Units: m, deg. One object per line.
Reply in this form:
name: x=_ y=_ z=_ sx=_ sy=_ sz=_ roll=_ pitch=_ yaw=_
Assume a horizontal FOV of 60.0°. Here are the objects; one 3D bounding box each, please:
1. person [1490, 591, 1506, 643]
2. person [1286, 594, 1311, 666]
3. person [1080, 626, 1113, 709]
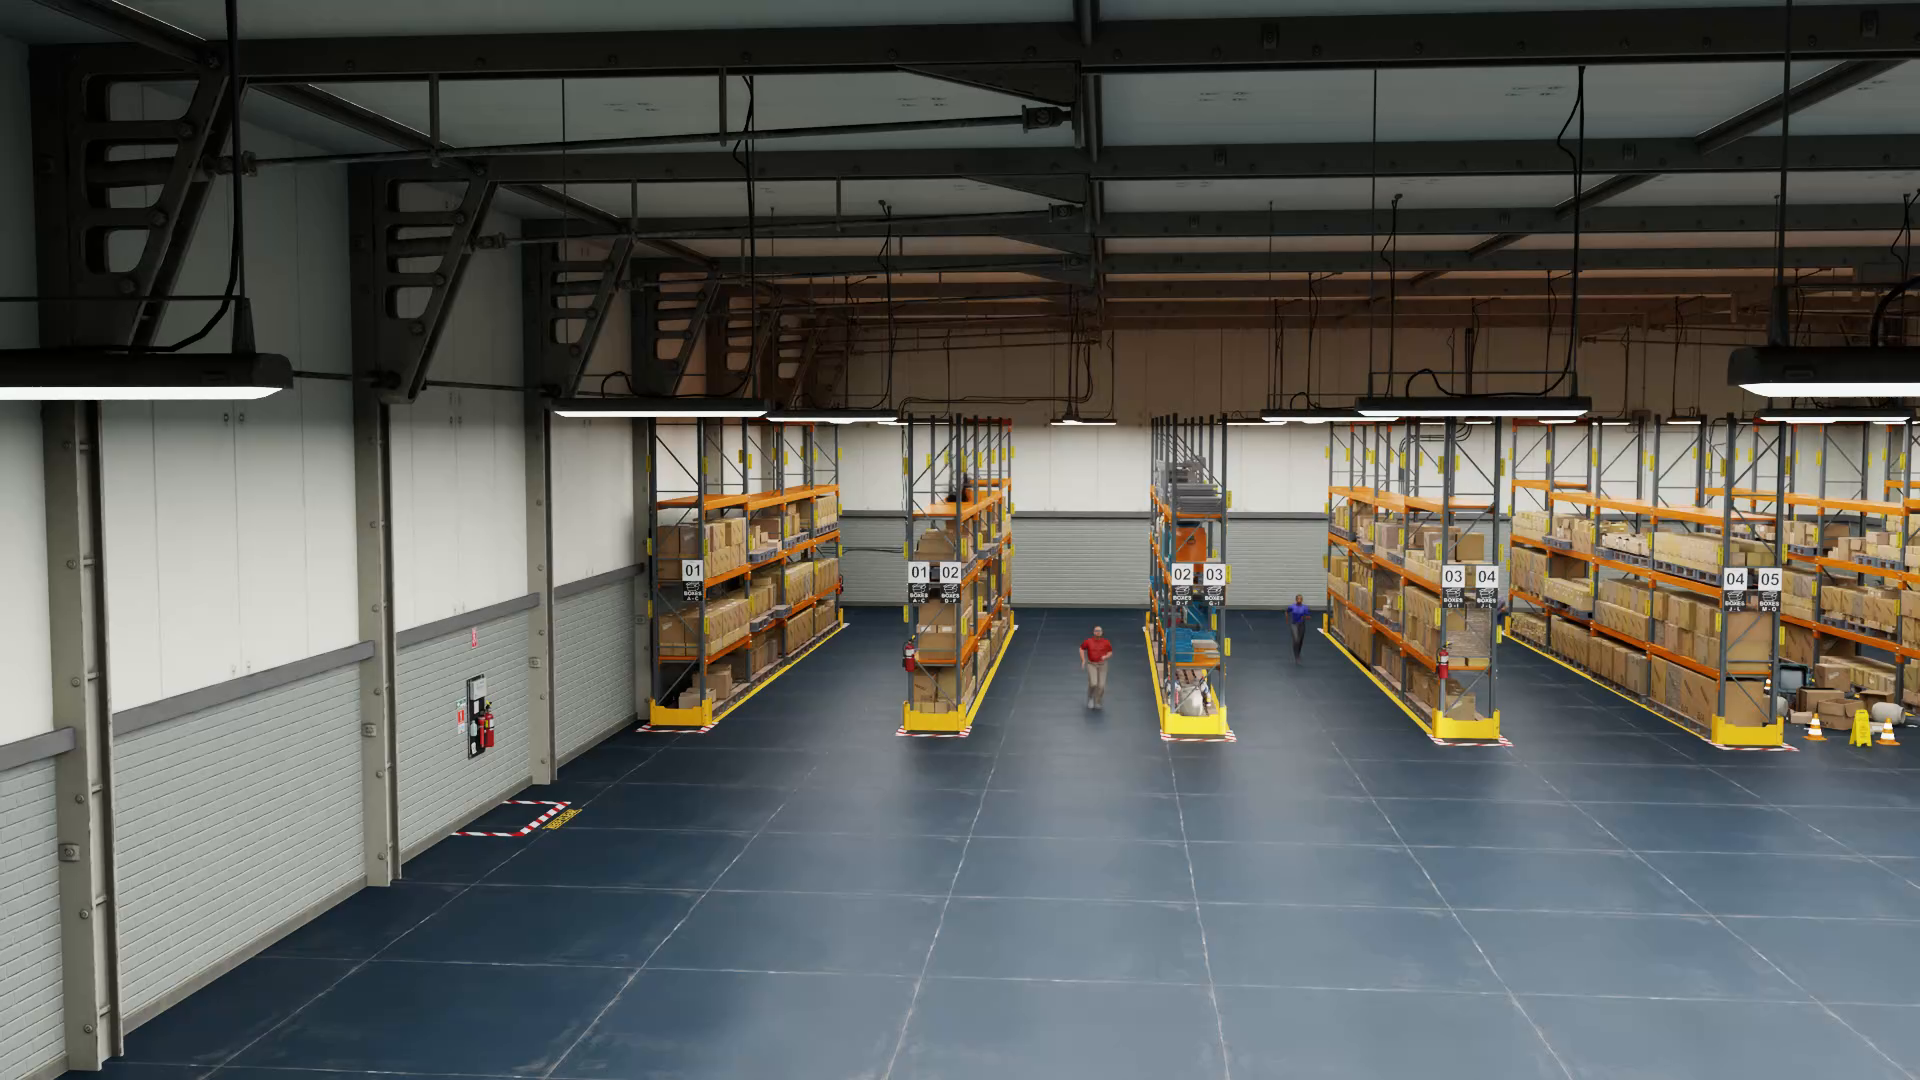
person: x=13.804 y=2.049 z=43.045 sx=0.590 sy=1.560 sz=0.743 roll=0 pitch=4 yaw=-5
person: x=8.231 y=2.164 z=40.467 sx=0.547 sy=1.704 sz=0.864 roll=0 pitch=4 yaw=0
person: x=2.784 y=2.600 z=33.728 sx=0.647 sy=1.693 sz=0.651 roll=0 pitch=4 yaw=-5
